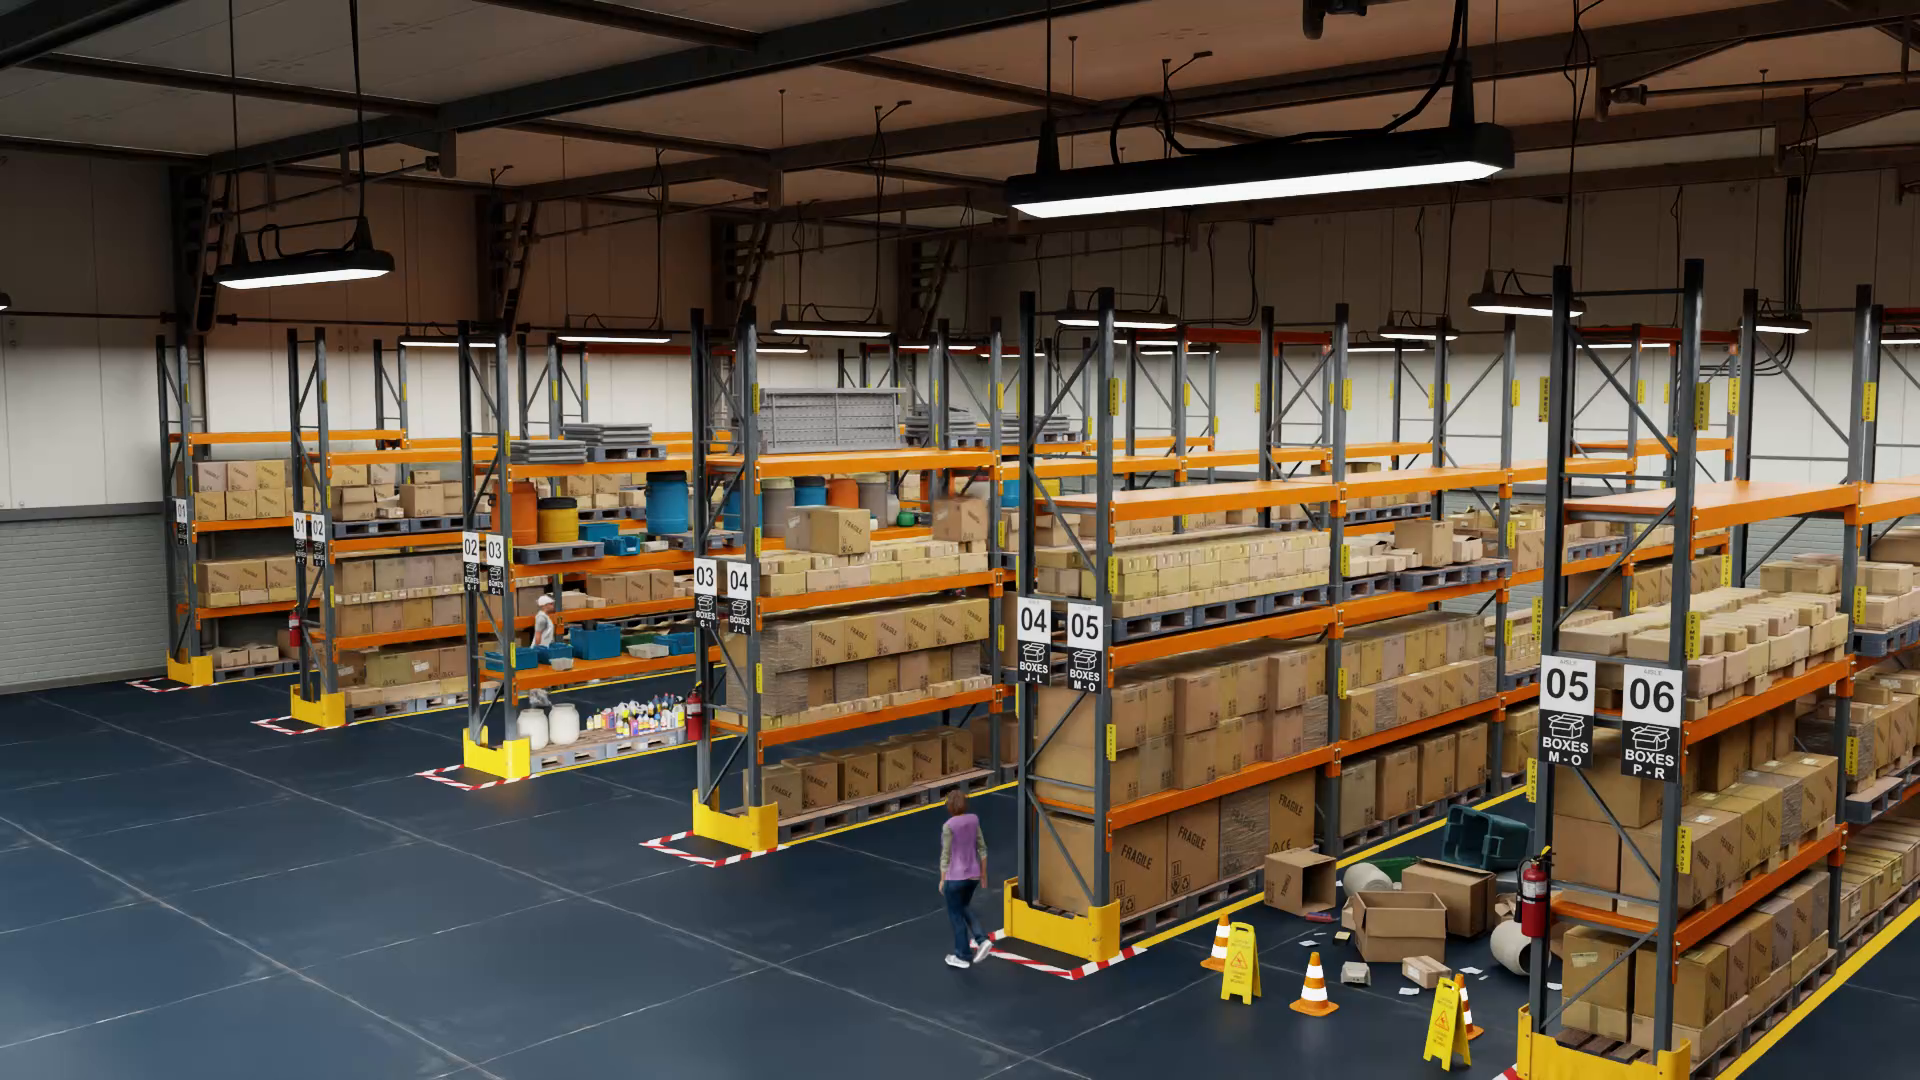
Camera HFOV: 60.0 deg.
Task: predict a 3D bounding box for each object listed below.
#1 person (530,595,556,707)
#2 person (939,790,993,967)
[{"bbox_3d":[-6.661,1.768,26.580,0.496,1.772,0.543,-3,6,-32],"label":"person"},{"bbox_3d":[0.038,2.983,14.651,0.416,1.585,0.430,-5,7,-41],"label":"person"}]
